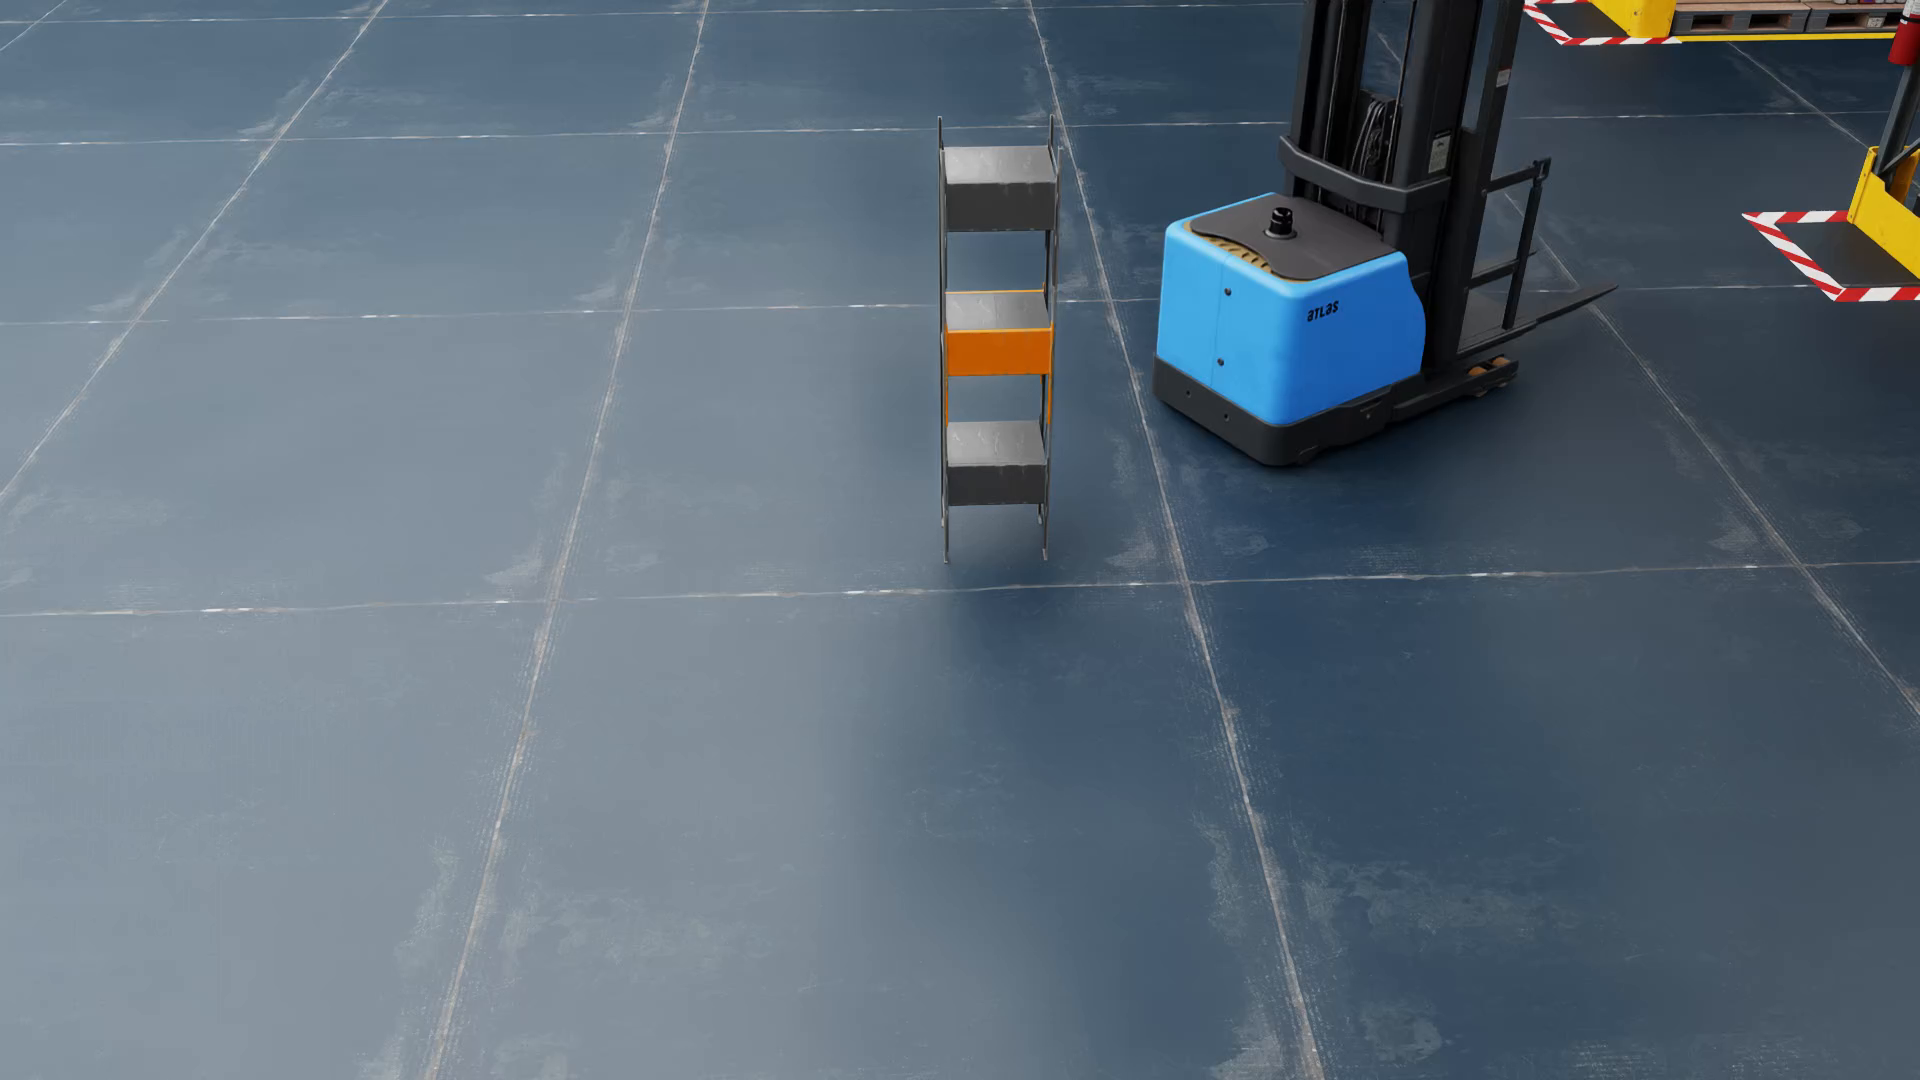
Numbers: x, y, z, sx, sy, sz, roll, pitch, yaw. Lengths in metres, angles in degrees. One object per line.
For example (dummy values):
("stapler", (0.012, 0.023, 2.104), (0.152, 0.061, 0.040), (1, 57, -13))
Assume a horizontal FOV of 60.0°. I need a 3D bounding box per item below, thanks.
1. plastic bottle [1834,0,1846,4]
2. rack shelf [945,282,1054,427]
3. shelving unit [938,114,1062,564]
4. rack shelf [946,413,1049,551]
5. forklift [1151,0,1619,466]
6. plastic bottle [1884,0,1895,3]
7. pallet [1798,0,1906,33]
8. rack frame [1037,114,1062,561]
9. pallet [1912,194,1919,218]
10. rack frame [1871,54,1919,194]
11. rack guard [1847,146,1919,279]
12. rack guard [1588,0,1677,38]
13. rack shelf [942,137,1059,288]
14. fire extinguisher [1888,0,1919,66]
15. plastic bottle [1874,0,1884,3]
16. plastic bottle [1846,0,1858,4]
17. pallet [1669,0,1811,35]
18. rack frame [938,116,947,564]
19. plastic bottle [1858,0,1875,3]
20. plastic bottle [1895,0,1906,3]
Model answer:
("plastic bottle", (7.811, -4.885, 14.684), (0.097, 0.271, 0.097), (0, 35, 0))
("rack shelf", (0.165, -0.857, 7.667), (0.480, 0.518, 0.431), (-2, 35, -2))
("shelving unit", (0.165, -0.868, 7.659), (0.503, 2.100, 0.431), (-2, 35, -2))
("rack shelf", (0.165, -0.281, 8.065), (0.480, 0.518, 0.431), (-2, 35, -2))
("forklift", (2.574, -2.244, 8.916), (3.031, 2.935, 1.130), (-21, 40, -28))
("plastic bottle", (8.253, -4.897, 14.701), (0.097, 0.271, 0.097), (0, 35, 0))
("pallet", (8.086, -4.887, 15.126), (1.213, 0.211, 1.003), (-2, 35, -2))
("rack frame", (0.409, -0.874, 7.668), (0.015, 2.100, 0.400), (-2, 35, -2))
("pallet", (7.109, -1.996, 10.949), (1.213, 0.211, 1.003), (-2, 35, -2))
("rack frame", (6.219, -3.139, 10.150), (0.127, 3.000, 1.000), (-2, 35, -2))
("rack guard", (6.295, -2.113, 10.864), (0.348, 0.500, 1.175), (-2, 35, -2))
("rack guard", (6.059, -4.955, 14.971), (0.348, 0.500, 1.175), (-2, 35, -2))
("rack shelf", (0.165, -1.432, 7.268), (0.480, 0.518, 0.431), (-2, 35, -2))
("fire extinguisher", (6.083, -3.366, 10.546), (0.183, 0.674, 0.296), (-2, 35, -2))
("plastic bottle", (8.153, -4.895, 14.697), (0.097, 0.271, 0.097), (0, 35, 0))
("plastic bottle", (7.914, -4.859, 14.708), (0.097, 0.201, 0.097), (0, 35, 0))
("pallet", (6.870, -4.856, 15.081), (1.213, 0.211, 1.003), (-2, 35, -2))
("rack frame", (-0.078, -0.861, 7.649), (0.015, 2.100, 0.400), (-2, 35, -2))
("plastic bottle", (8.038, -4.886, 14.674), (0.133, 0.283, 0.061), (-1, 35, -1))
("plastic bottle", (8.352, -4.871, 14.725), (0.097, 0.201, 0.097), (0, 35, 0))
